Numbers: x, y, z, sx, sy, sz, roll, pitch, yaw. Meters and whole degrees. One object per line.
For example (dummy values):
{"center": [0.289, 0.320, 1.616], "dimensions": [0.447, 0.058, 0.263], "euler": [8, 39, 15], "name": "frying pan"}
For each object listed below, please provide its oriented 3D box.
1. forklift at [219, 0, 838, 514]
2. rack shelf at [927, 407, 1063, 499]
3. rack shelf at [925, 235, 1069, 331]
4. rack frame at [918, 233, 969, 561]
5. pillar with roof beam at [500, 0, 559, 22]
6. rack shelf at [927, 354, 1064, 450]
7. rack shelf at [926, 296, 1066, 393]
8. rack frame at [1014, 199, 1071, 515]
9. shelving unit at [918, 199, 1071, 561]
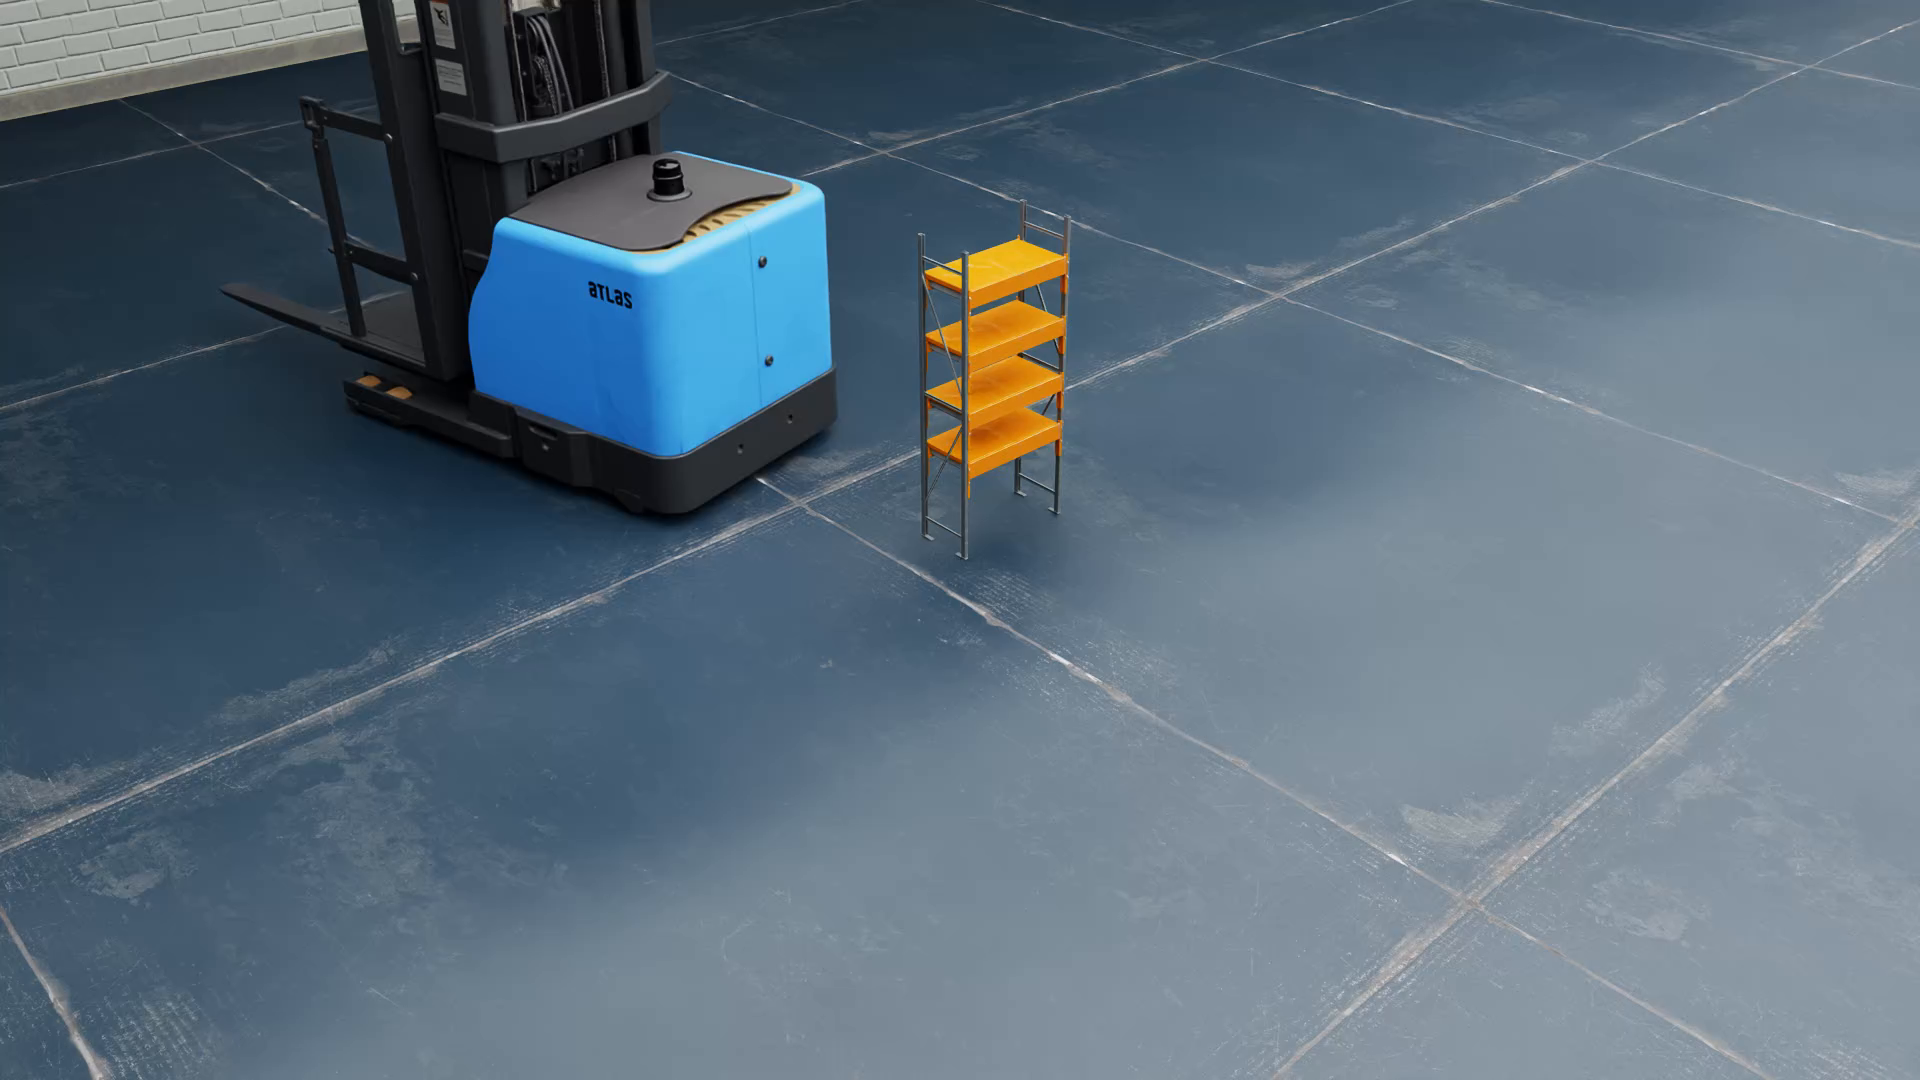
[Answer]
{"center": [-2.016, -1.935, 6.605], "dimensions": [3.031, 2.935, 1.130], "euler": [20, 36, 29], "name": "forklift"}
{"center": [0.121, -0.344, 6.172], "dimensions": [0.480, 0.148, 0.258], "euler": [-26, 40, -35], "name": "rack shelf"}
{"center": [0.121, -0.906, 5.828], "dimensions": [0.480, 0.148, 0.258], "euler": [-26, 40, -35], "name": "rack shelf"}
{"center": [-0.058, -0.484, 5.891], "dimensions": [0.015, 1.200, 0.240], "euler": [-26, 40, -35], "name": "rack frame"}
{"center": [-0.378, -6.145, 7.673], "dimensions": [0.400, 9.000, 9.100], "euler": [-26, 40, -35], "name": "pillar with roof beam"}
{"center": [0.121, -0.513, 6.068], "dimensions": [0.480, 0.148, 0.258], "euler": [-26, 40, -35], "name": "rack shelf"}
{"center": [0.121, -0.704, 5.951], "dimensions": [0.480, 0.148, 0.258], "euler": [-26, 40, -35], "name": "rack shelf"}
{"center": [0.300, -0.657, 6.175], "dimensions": [0.015, 1.200, 0.240], "euler": [-26, 40, -35], "name": "rack frame"}
{"center": [0.121, -0.571, 6.033], "dimensions": [0.503, 1.200, 0.258], "euler": [-26, 40, -35], "name": "shelving unit"}
